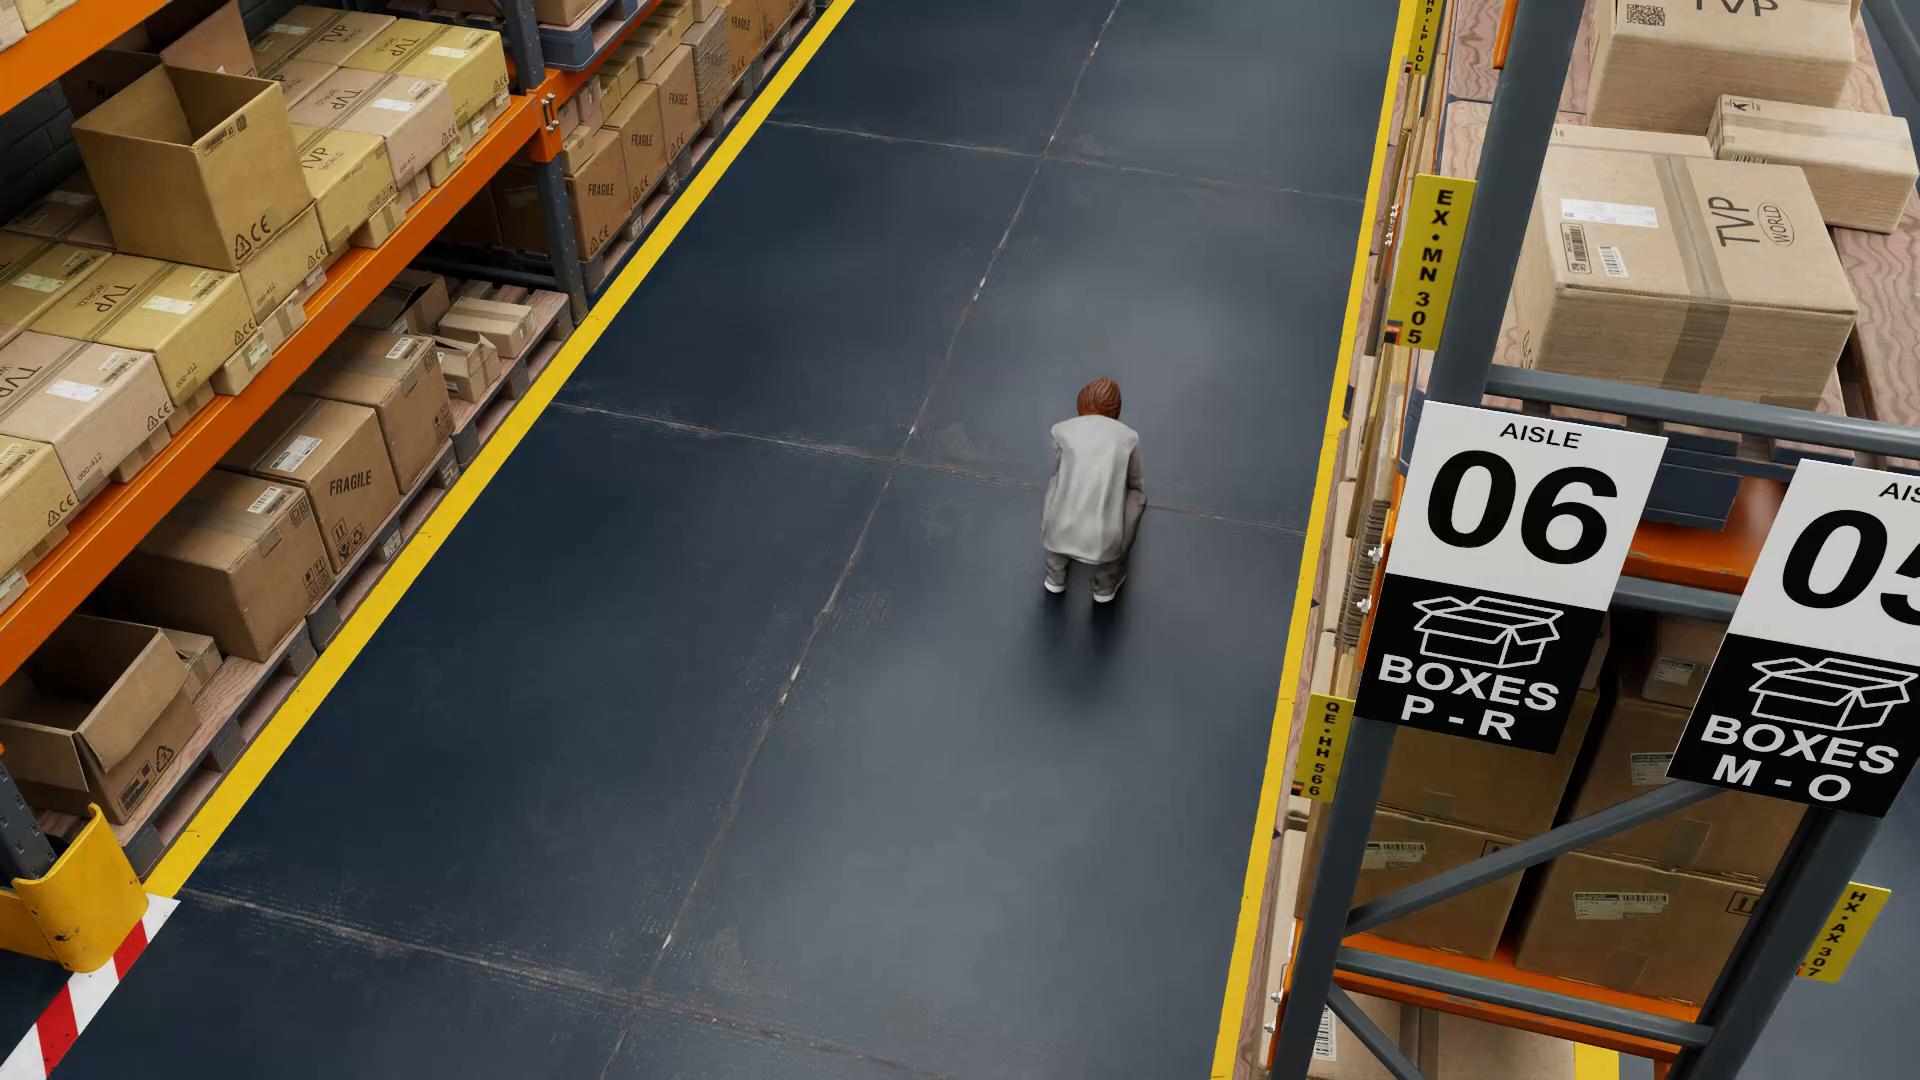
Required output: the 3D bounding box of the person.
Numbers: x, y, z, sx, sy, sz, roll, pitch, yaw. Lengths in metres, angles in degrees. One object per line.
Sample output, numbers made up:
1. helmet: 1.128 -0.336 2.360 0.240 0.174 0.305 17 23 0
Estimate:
1. person: 0.562 -0.174 7.039 0.436 0.761 0.814 11 43 12
